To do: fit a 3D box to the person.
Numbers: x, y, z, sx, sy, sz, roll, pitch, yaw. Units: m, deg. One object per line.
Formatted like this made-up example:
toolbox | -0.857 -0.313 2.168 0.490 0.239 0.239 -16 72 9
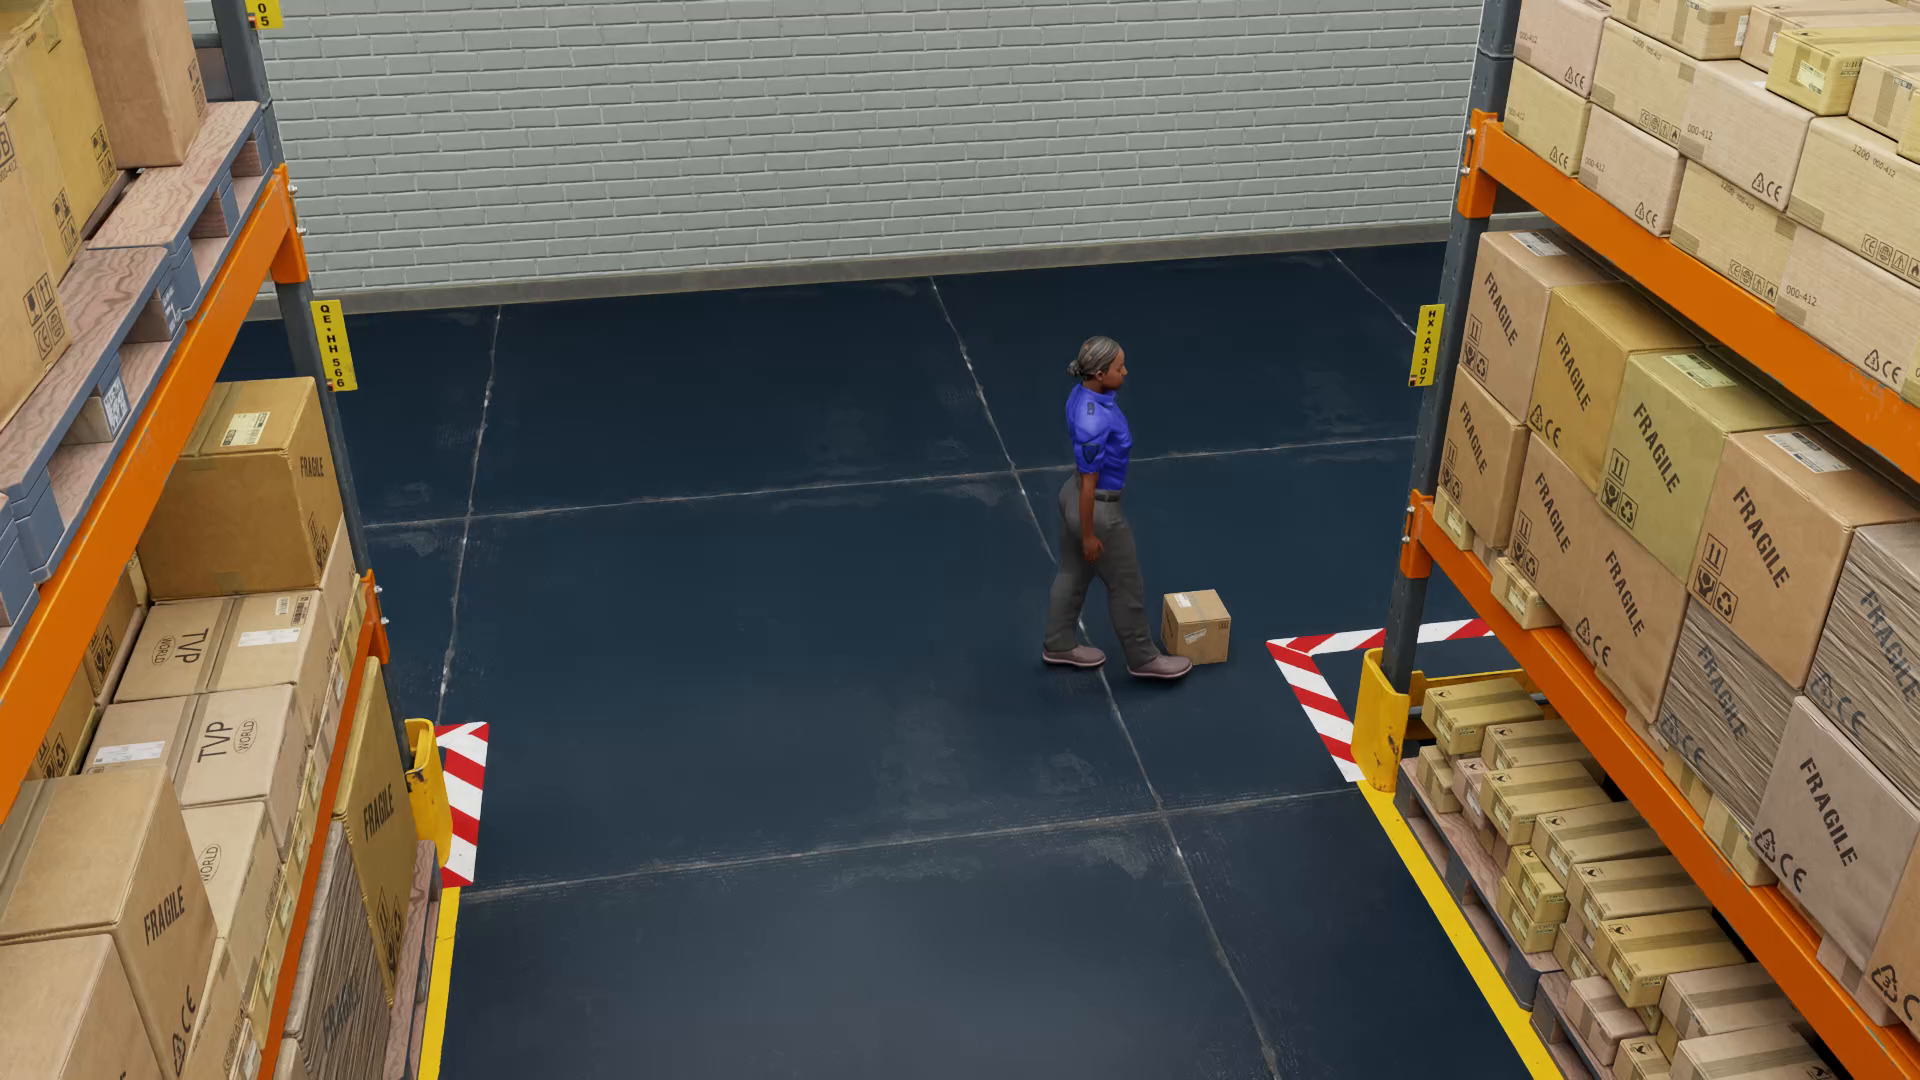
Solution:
person | 0.722 -0.136 7.351 0.666 1.647 0.450 -3 31 -5
